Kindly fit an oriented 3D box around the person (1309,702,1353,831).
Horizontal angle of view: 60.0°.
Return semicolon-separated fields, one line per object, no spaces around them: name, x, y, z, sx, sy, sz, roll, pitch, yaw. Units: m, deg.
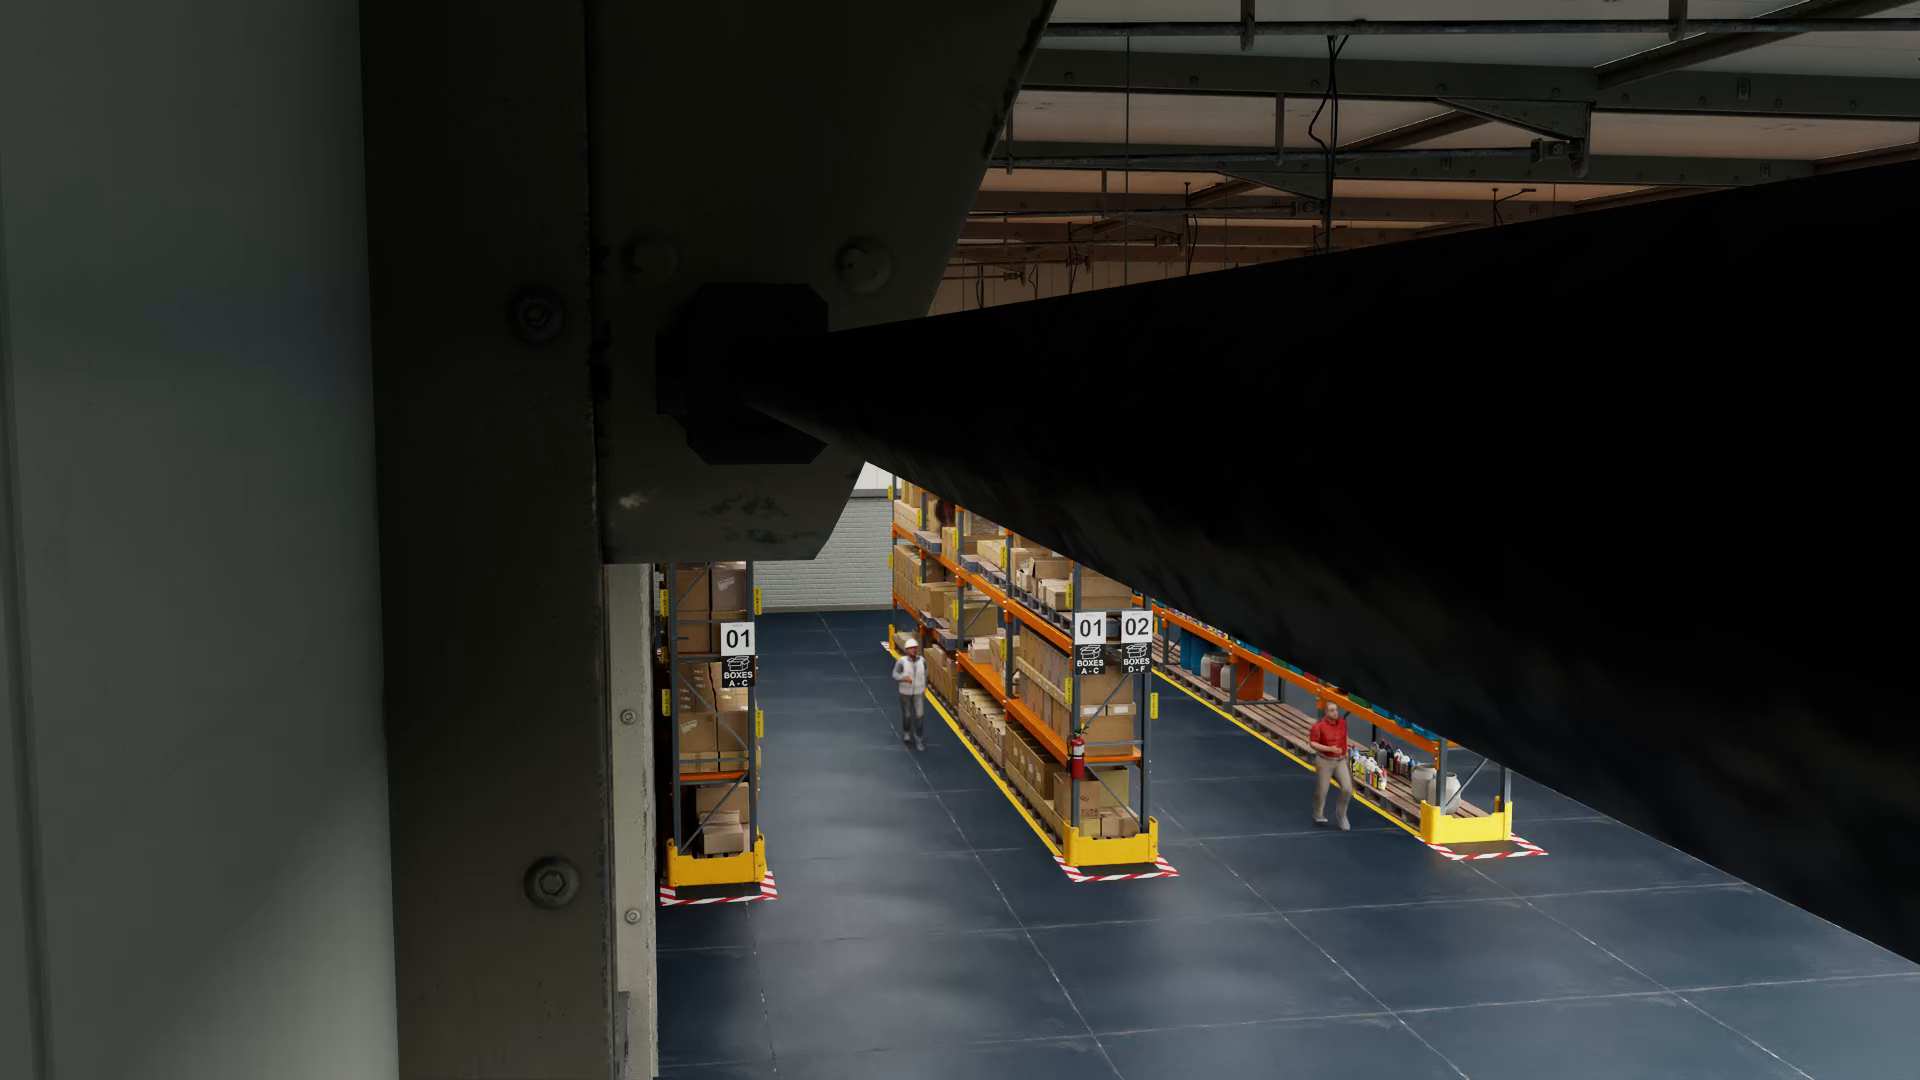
person;5.022;3.058;22.464;0.662;1.766;0.746;-1;6;-13

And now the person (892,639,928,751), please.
person;-0.802;2.522;27.213;0.637;1.834;0.779;-1;6;-10
